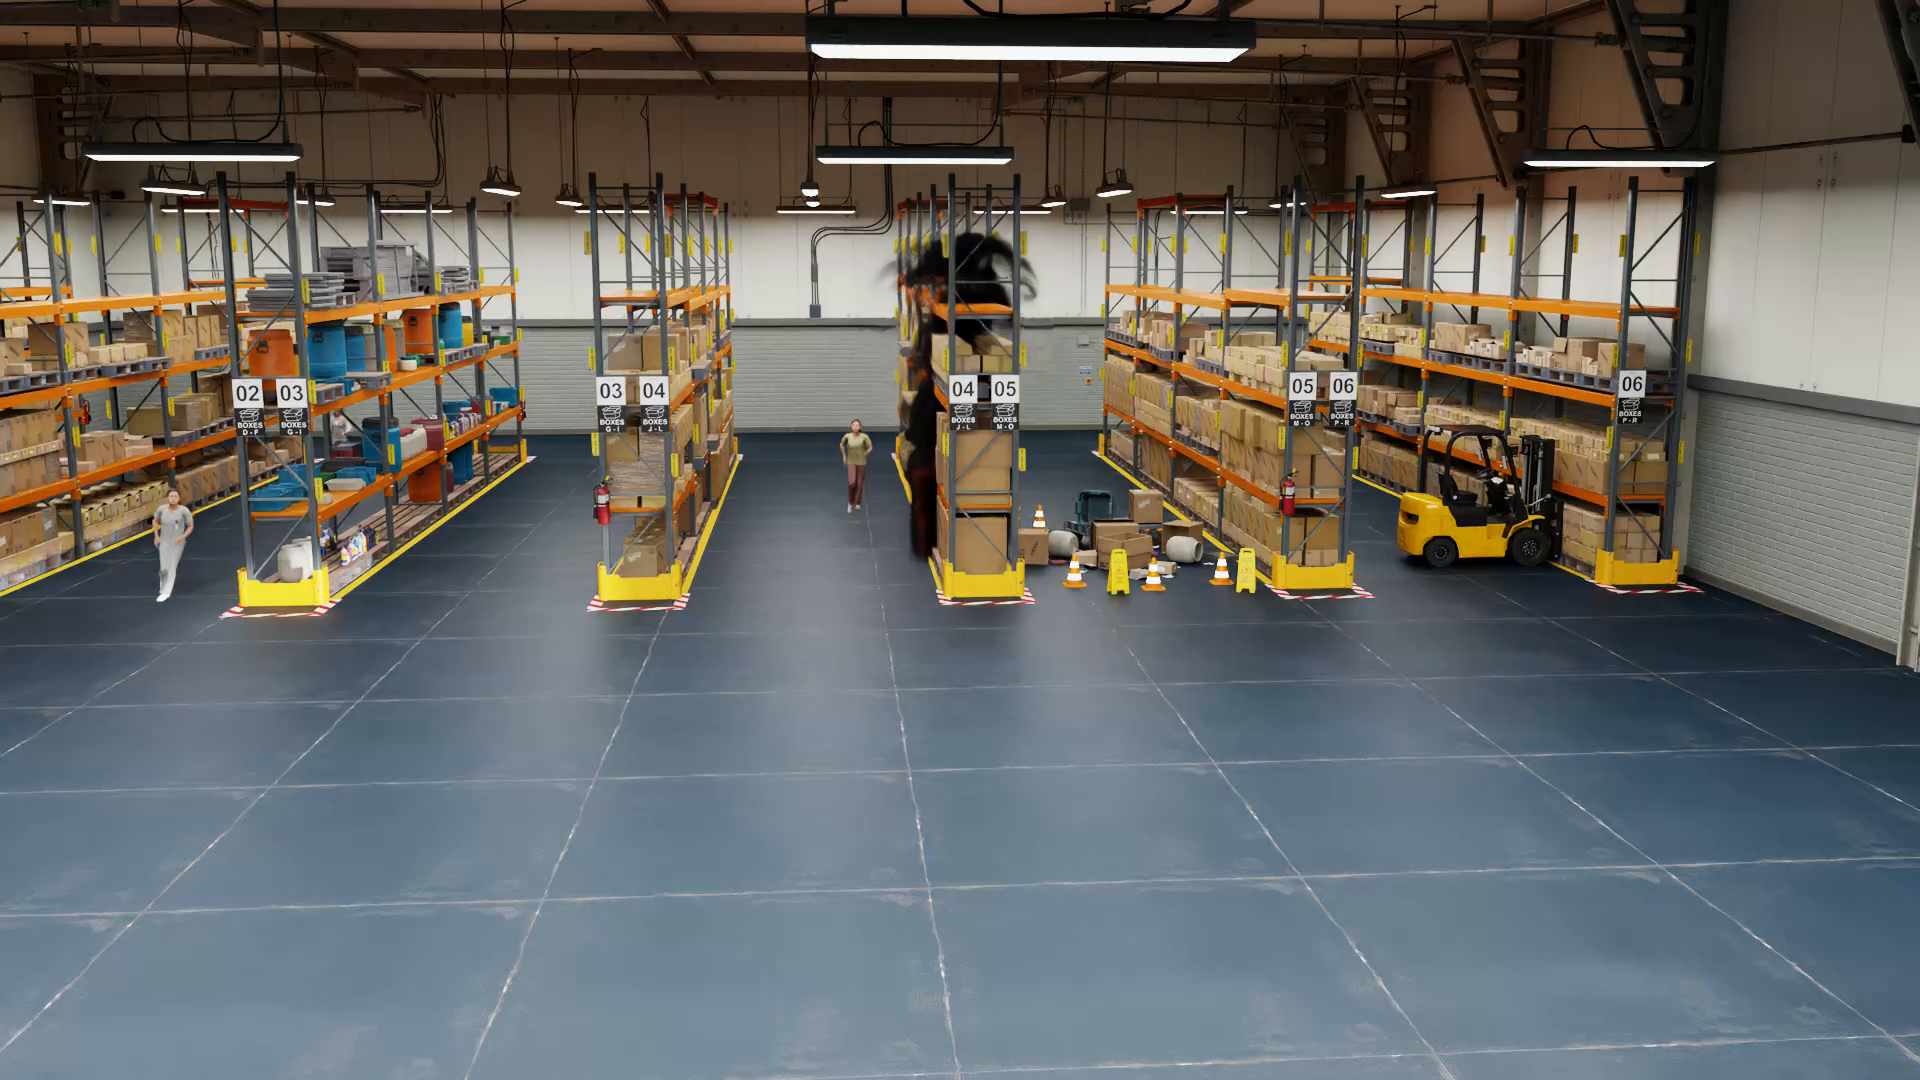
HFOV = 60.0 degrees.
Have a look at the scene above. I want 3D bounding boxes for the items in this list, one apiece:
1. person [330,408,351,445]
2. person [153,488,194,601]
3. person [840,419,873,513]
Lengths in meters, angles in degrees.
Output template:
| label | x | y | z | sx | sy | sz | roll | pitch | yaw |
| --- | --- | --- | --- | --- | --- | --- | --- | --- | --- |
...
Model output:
| label | x | y | z | sx | sy | sz | roll | pitch | yaw |
| --- | --- | --- | --- | --- | --- | --- | --- | --- | --- |
| person | -13.687 | -2.194 | 36.641 | 0.541 | 1.552 | 0.666 | -2 | 10 | -10 |
| person | -11.277 | 0.048 | 23.863 | 0.555 | 1.621 | 0.560 | -4 | 11 | -21 |
| person | -1.847 | -1.321 | 29.806 | 0.581 | 1.697 | 0.618 | -1 | 10 | -6 |
